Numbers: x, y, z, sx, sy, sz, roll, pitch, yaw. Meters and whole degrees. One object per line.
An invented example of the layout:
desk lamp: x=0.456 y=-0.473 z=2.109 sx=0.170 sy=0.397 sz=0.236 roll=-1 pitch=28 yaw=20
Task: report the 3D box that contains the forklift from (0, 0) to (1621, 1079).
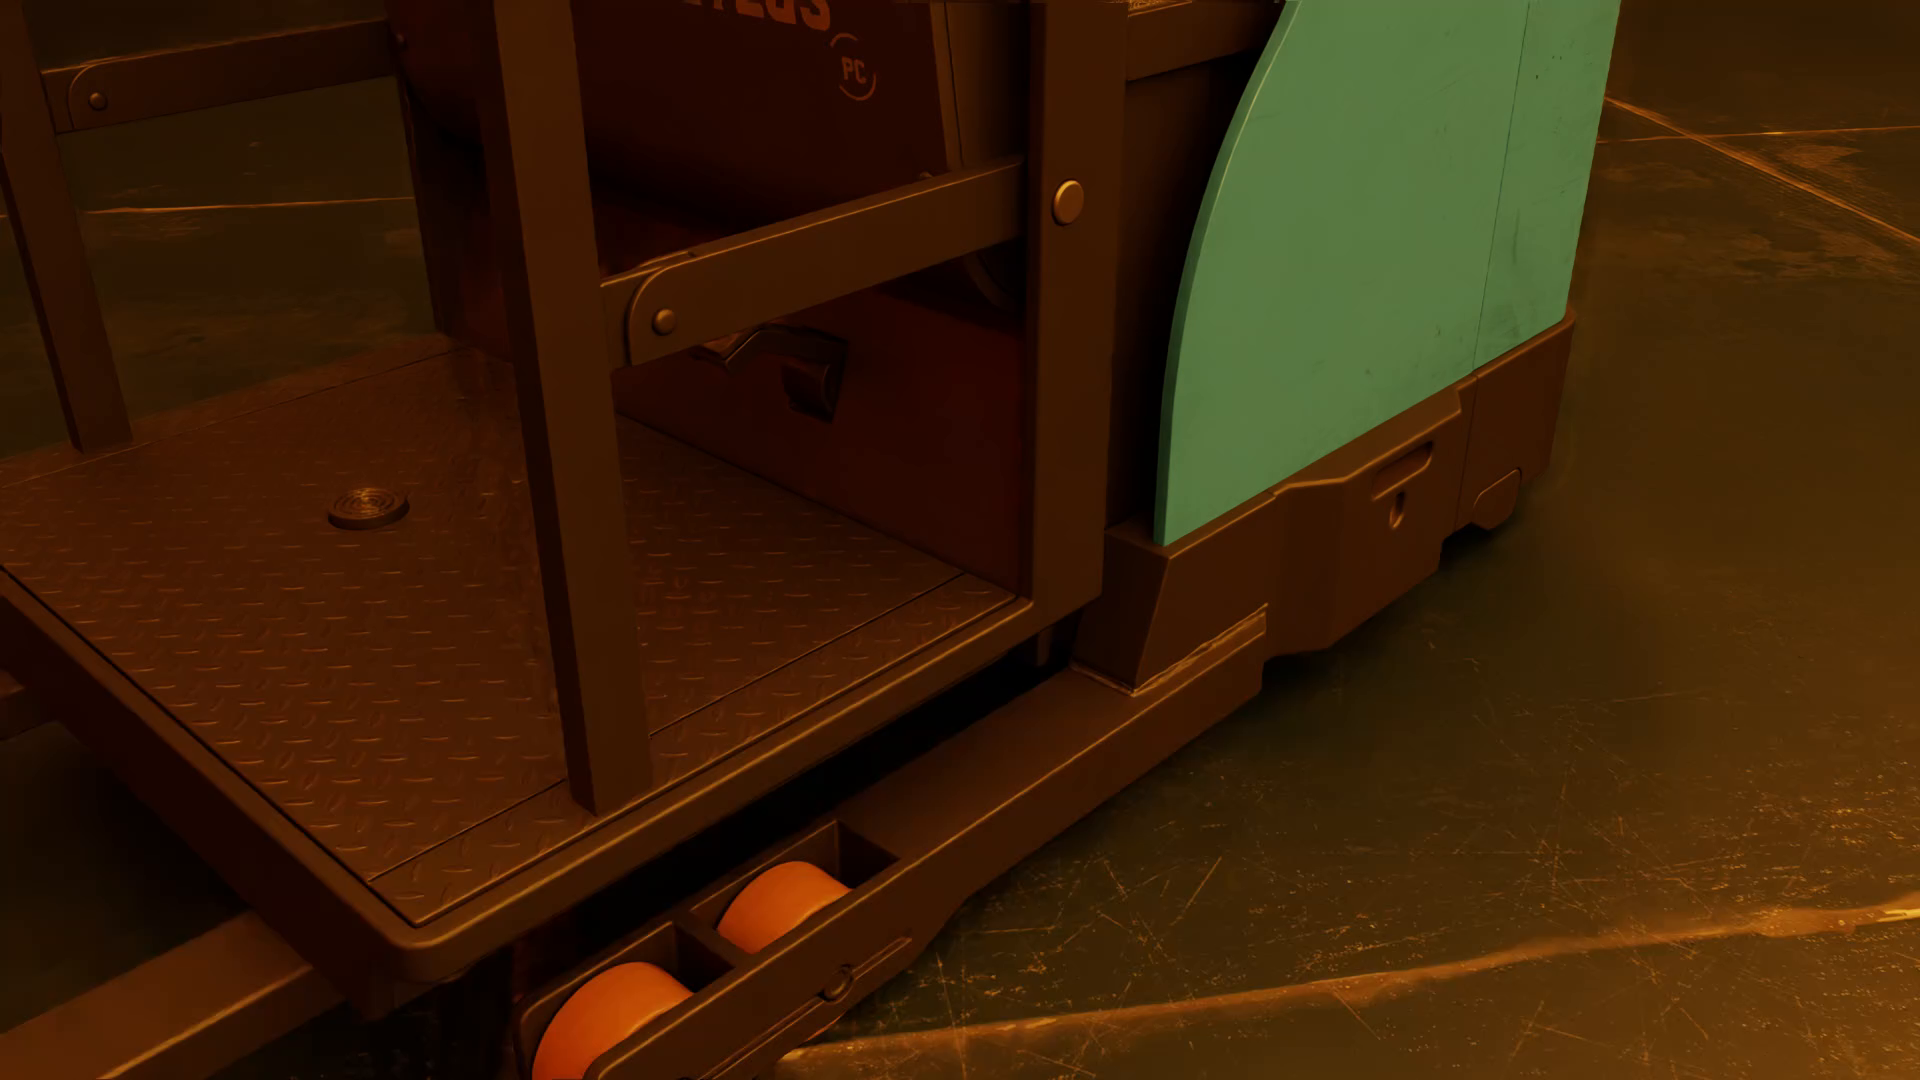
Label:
forklift: x=-0.460 y=-1.020 z=1.296 sx=1.130 sy=2.935 sz=3.031 roll=24 pitch=36 yaw=37
